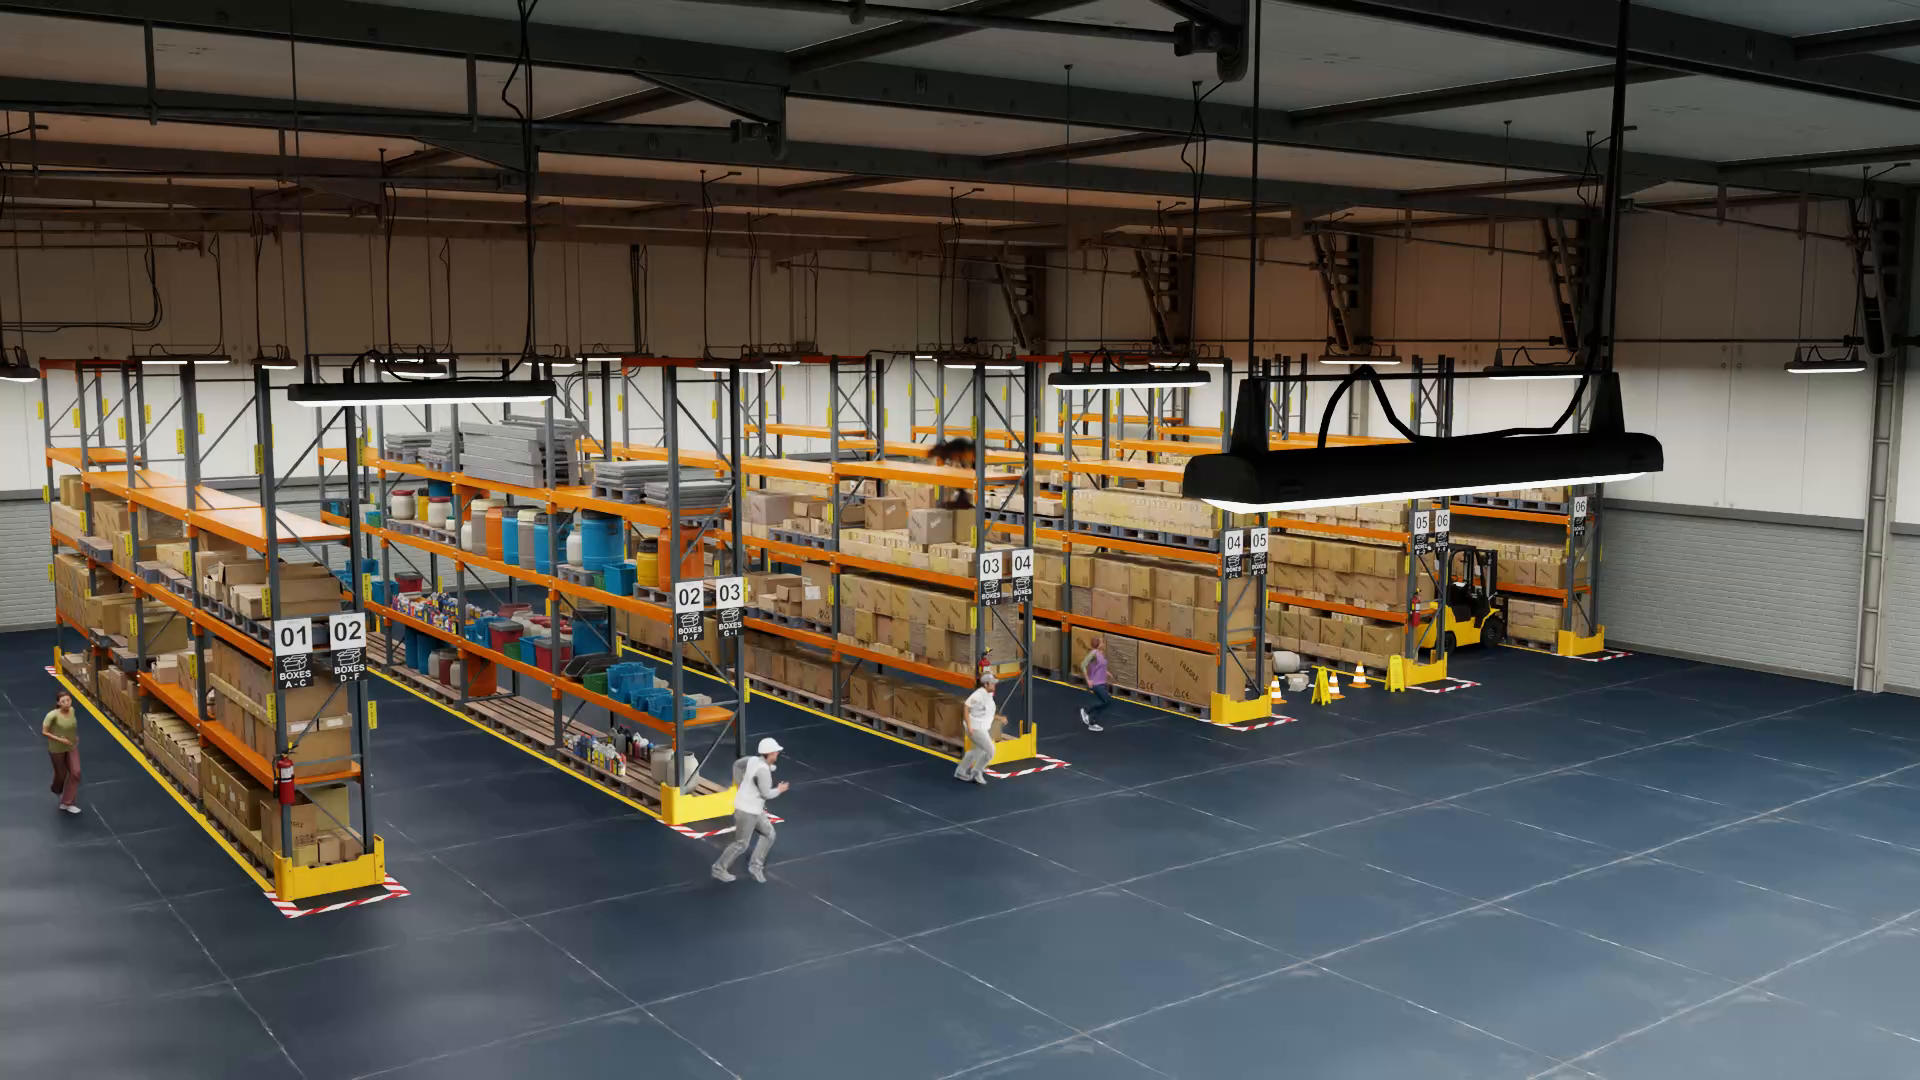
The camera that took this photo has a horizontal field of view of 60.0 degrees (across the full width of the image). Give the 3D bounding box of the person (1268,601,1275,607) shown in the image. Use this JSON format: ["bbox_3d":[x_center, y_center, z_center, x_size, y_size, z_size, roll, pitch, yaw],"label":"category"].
[{"bbox_3d":[6.875,1.214,35.910,0.597,1.659,0.940,-6,9,-43],"label":"person"}]

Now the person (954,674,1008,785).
[{"bbox_3d":[0.272,2.699,23.843,0.789,1.609,0.564,3,7,21],"label":"person"}]

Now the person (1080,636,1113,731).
[{"bbox_3d":[2.240,2.334,27.021,0.512,1.536,0.545,3,7,20],"label":"person"}]

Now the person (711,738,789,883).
[{"bbox_3d":[-2.453,3.188,19.405,0.923,1.773,0.666,-1,7,-12],"label":"person"}]

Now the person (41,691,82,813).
[{"bbox_3d":[-12.148,2.825,22.424,0.835,1.640,0.556,5,8,35],"label":"person"}]
